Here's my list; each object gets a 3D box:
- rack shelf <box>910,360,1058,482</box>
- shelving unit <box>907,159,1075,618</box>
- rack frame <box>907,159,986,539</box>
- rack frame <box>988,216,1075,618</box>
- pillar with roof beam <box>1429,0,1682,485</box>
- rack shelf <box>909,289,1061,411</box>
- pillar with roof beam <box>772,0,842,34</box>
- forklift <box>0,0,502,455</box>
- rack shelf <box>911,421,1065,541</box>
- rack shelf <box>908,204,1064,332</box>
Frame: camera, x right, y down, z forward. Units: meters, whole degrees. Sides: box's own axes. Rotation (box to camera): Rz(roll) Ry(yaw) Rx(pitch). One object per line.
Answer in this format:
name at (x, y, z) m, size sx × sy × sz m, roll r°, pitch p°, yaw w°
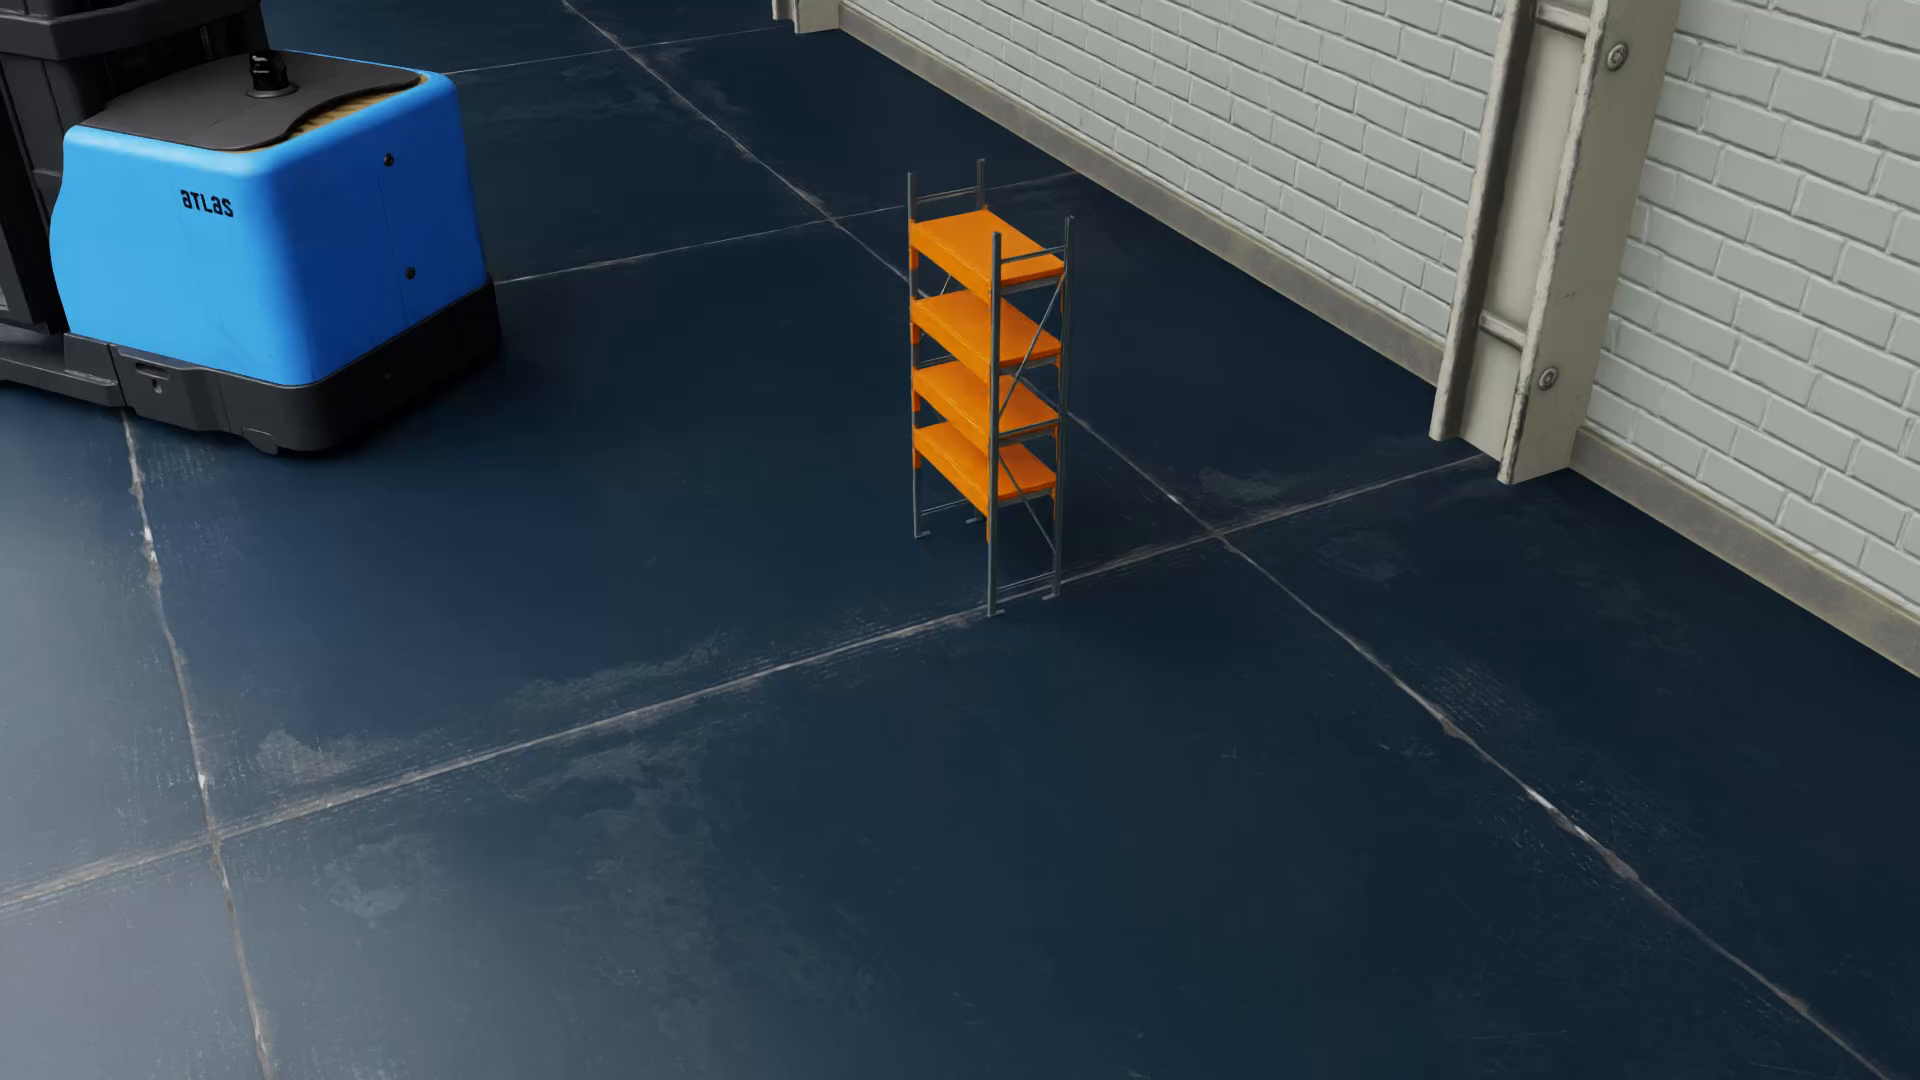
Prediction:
rack shelf at (0.077, -0.370, 4.839) m, size 0.258 × 0.148 × 0.480 m, roll -16°, pitch 36°, yaw -23°
shelving unit at (0.077, -0.426, 4.803) m, size 0.258 × 1.200 × 0.503 m, roll -16°, pitch 36°, yaw -23°
rack frame at (-0.037, -0.543, 4.985) m, size 0.240 × 1.200 × 0.015 m, roll -16°, pitch 36°, yaw -23°
rack frame at (0.191, -0.310, 4.621) m, size 0.240 × 1.200 × 0.015 m, roll -16°, pitch 36°, yaw -23°
pillar with roof beam at (-1.942, -3.020, 1.622) m, size 9.100 × 9.000 × 0.400 m, roll -16°, pitch 36°, yaw -23°
rack shelf at (0.077, -0.558, 4.719) m, size 0.258 × 0.148 × 0.480 m, roll -16°, pitch 36°, yaw -23°
pillar with roof beam at (-4.740, -5.883, 6.091) m, size 9.100 × 9.000 × 0.400 m, roll -16°, pitch 36°, yaw -23°
forklift at (-3.302, -2.049, 5.731) m, size 3.031 × 2.935 × 1.130 m, roll 14°, pitch 35°, yaw 20°
rack shelf at (0.077, -0.202, 4.946) m, size 0.258 × 0.148 × 0.480 m, roll -16°, pitch 36°, yaw -23°
rack shelf at (0.077, -0.757, 4.591) m, size 0.258 × 0.148 × 0.480 m, roll -16°, pitch 36°, yaw -23°
